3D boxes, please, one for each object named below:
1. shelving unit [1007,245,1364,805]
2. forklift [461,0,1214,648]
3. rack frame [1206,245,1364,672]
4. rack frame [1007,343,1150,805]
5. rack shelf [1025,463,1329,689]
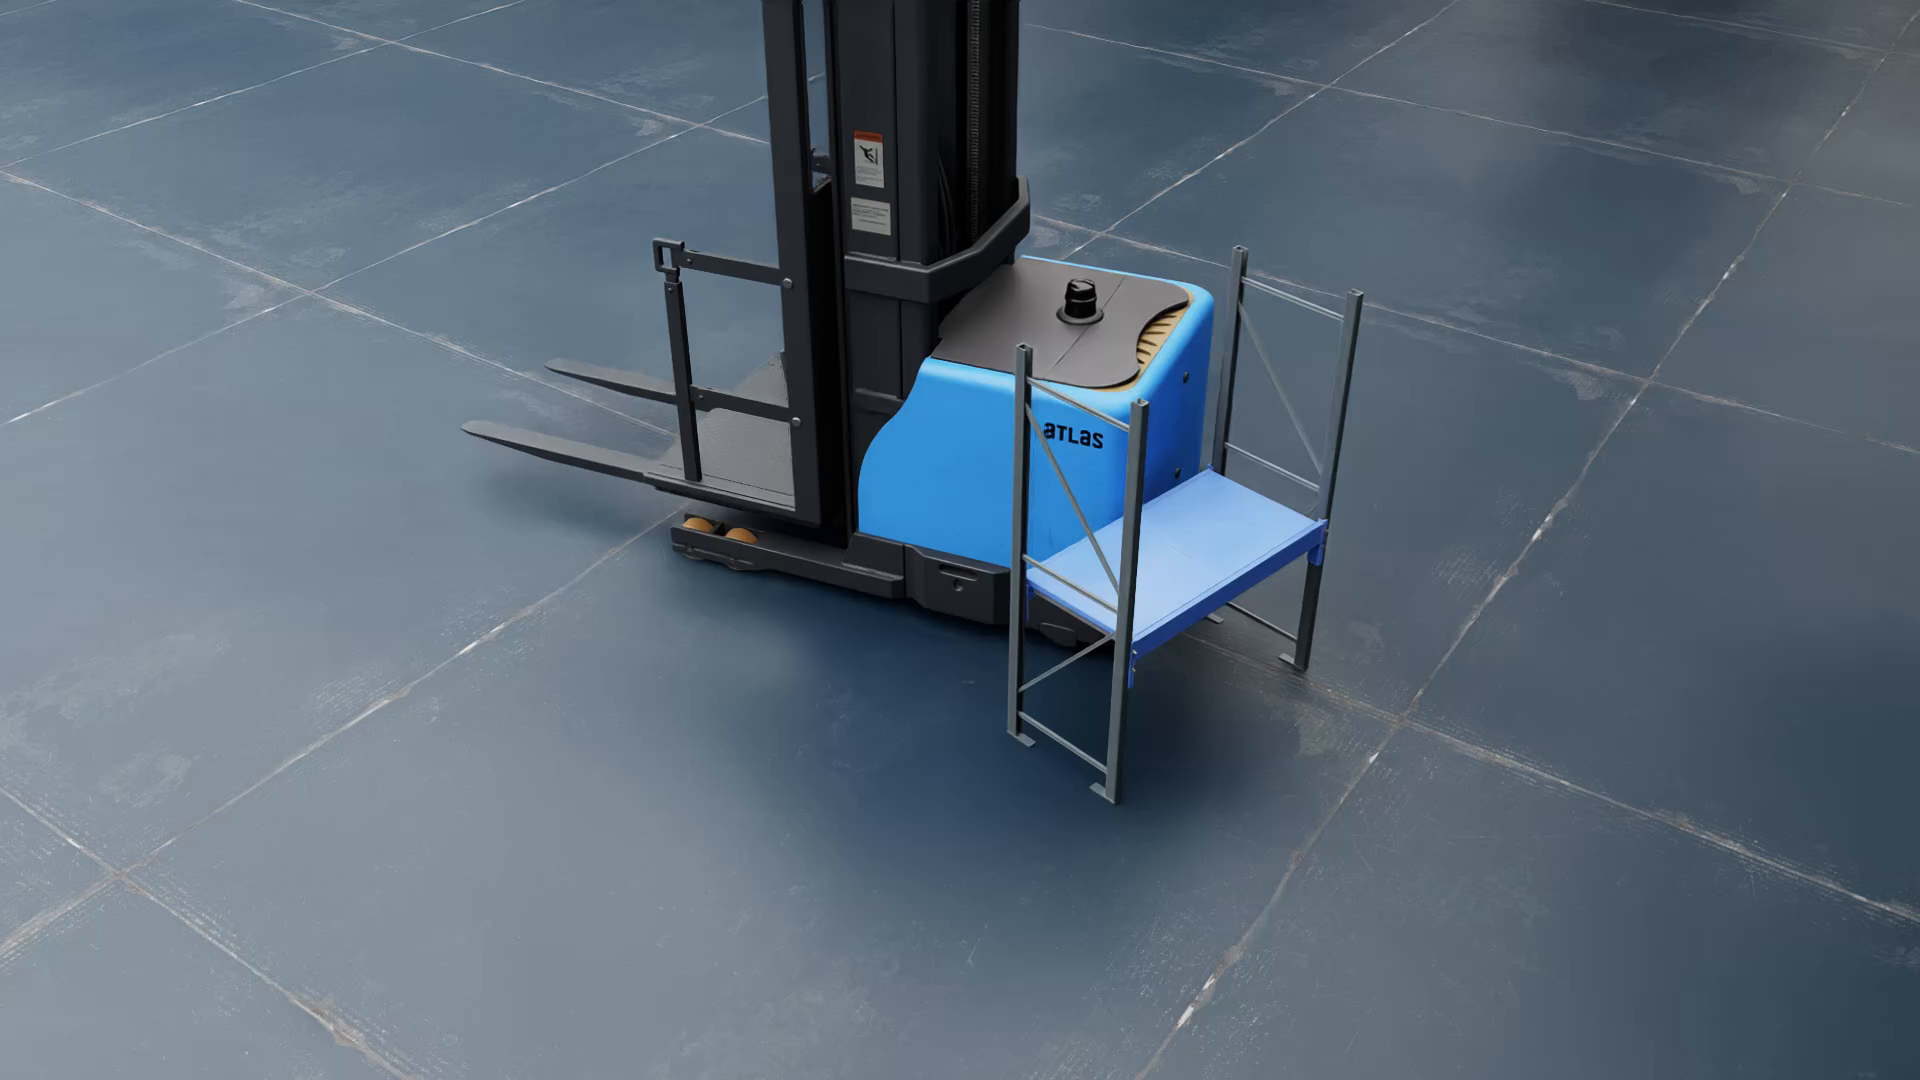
[{"bbox_3d":[0.716,-0.054,5.491,1.048,1.500,0.538,-28,43,-35],"label":"shelving unit"},{"bbox_3d":[-0.598,-1.349,6.129,3.031,2.935,1.130,13,36,19],"label":"forklift"},{"bbox_3d":[1.085,-0.250,5.780,0.032,1.500,0.500,-28,43,-35],"label":"rack frame"},{"bbox_3d":[0.347,0.142,5.201,0.032,1.500,0.500,-28,43,-35],"label":"rack frame"},{"bbox_3d":[0.716,0.095,5.592,1.000,0.185,0.538,-28,43,-35],"label":"rack shelf"}]
